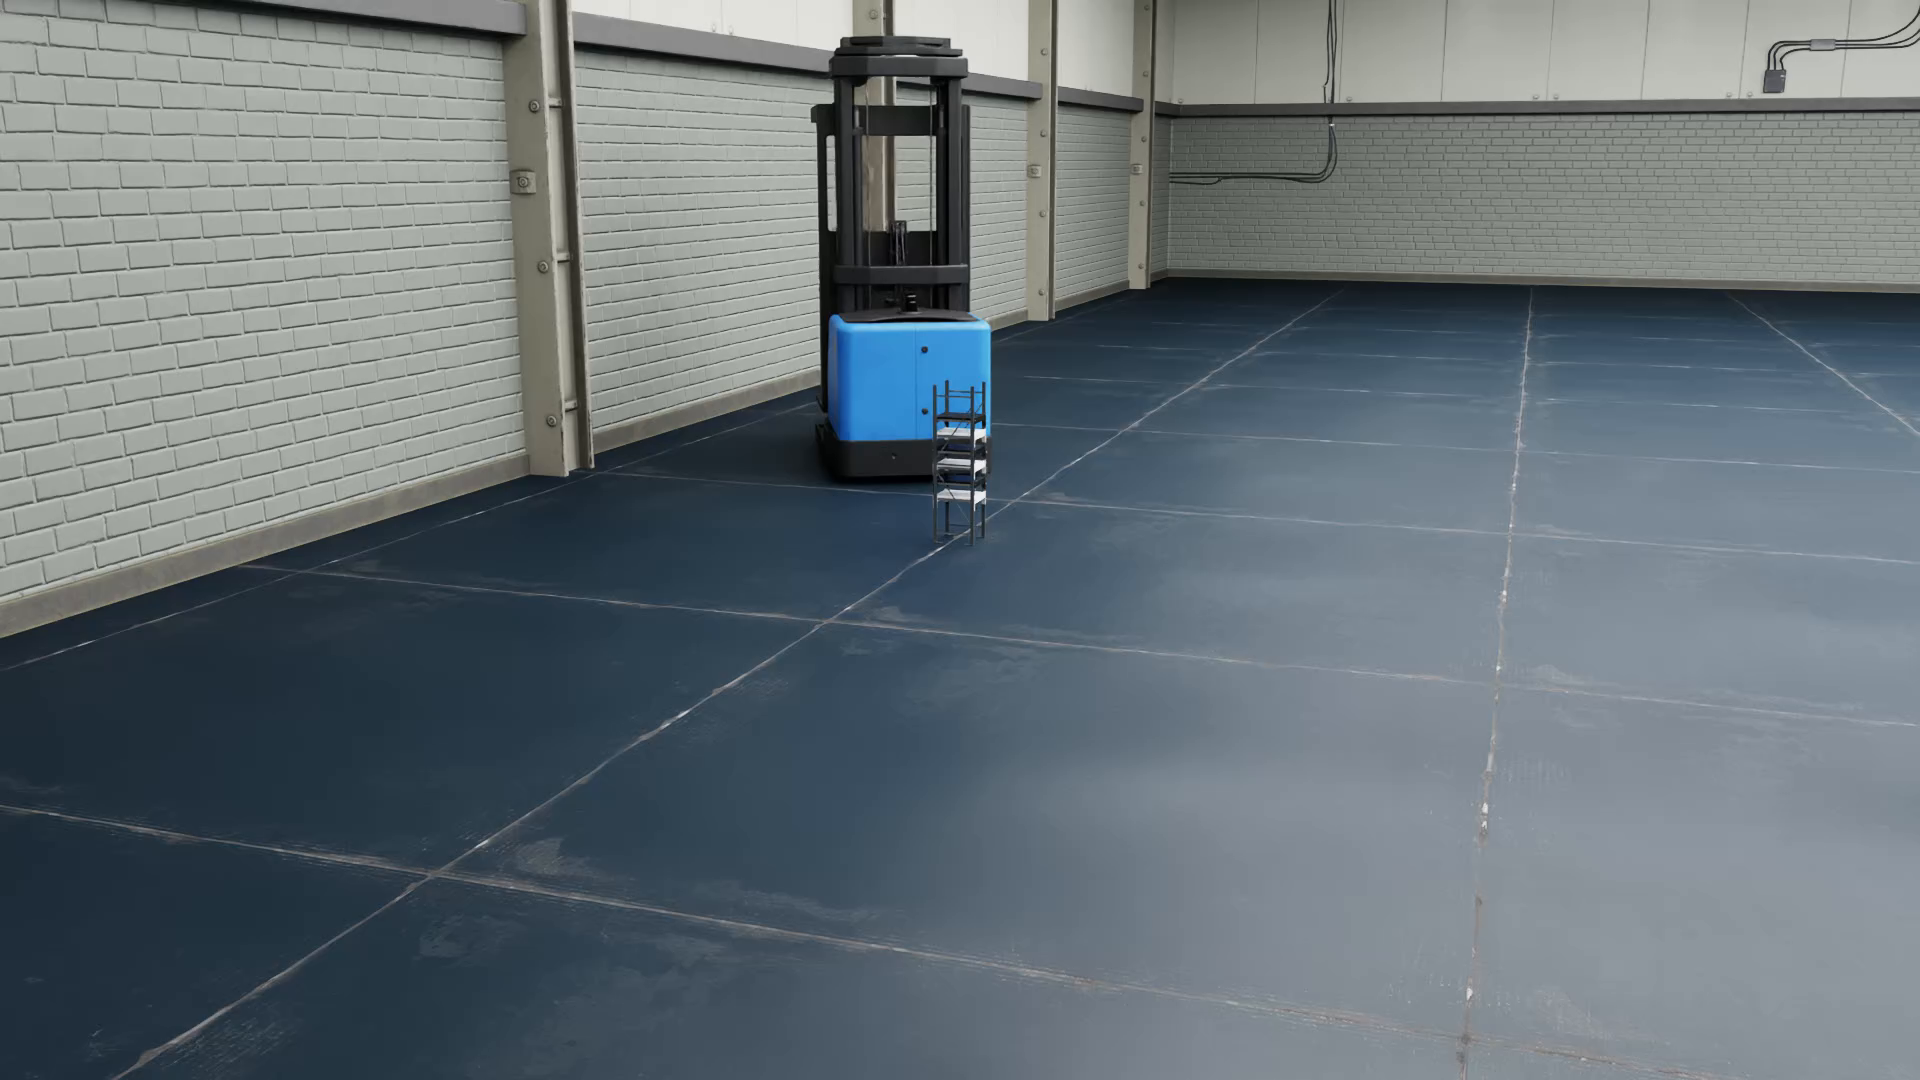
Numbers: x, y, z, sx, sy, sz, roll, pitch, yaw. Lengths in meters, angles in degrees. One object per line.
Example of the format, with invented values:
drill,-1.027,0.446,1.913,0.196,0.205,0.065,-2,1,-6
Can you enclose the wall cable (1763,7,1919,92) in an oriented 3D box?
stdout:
wall cable,14.216,-10.160,26.136,2.305,6.003,0.169,4,14,18

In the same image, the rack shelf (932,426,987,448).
rack shelf,-0.003,-0.580,9.348,0.258,0.077,0.200,4,14,18

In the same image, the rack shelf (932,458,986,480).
rack shelf,-0.003,-0.405,9.388,0.258,0.077,0.200,4,14,18

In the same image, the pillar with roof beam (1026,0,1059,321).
pillar with roof beam,5.166,-7.090,20.330,9.100,9.000,0.400,4,14,18

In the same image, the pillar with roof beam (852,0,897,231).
pillar with roof beam,3.225,-5.827,14.795,9.100,9.000,0.400,4,14,18

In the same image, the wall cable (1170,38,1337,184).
wall cable,5.239,-7.675,29.869,3.097,2.526,0.112,4,14,18

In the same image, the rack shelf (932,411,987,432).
rack shelf,-0.003,-0.668,9.328,0.258,0.077,0.200,4,14,18

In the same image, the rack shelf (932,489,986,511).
rack shelf,-0.003,-0.229,9.428,0.258,0.077,0.200,4,14,18

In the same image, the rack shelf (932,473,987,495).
rack shelf,-0.003,-0.317,9.408,0.258,0.077,0.200,4,14,18

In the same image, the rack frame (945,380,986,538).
rack frame,0.030,-0.458,9.474,0.240,0.900,0.006,4,14,18

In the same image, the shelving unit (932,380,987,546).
shelving unit,-0.003,-0.437,9.380,0.258,0.900,0.210,4,14,18

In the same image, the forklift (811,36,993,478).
forklift,-0.506,-2.122,12.198,1.130,2.935,3.031,-2,13,-8

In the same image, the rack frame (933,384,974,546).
rack frame,-0.036,-0.416,9.287,0.240,0.900,0.006,4,14,18

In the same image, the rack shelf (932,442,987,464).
rack shelf,-0.003,-0.492,9.368,0.258,0.077,0.200,4,14,18

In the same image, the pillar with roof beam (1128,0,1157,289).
pillar with roof beam,7.108,-8.354,25.865,9.100,9.000,0.400,4,14,18

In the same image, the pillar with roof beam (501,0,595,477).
pillar with roof beam,1.284,-4.564,9.260,9.100,9.000,0.400,4,14,18

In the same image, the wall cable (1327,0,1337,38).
wall cable,7.799,-9.942,28.454,3.097,2.526,0.112,4,14,18
